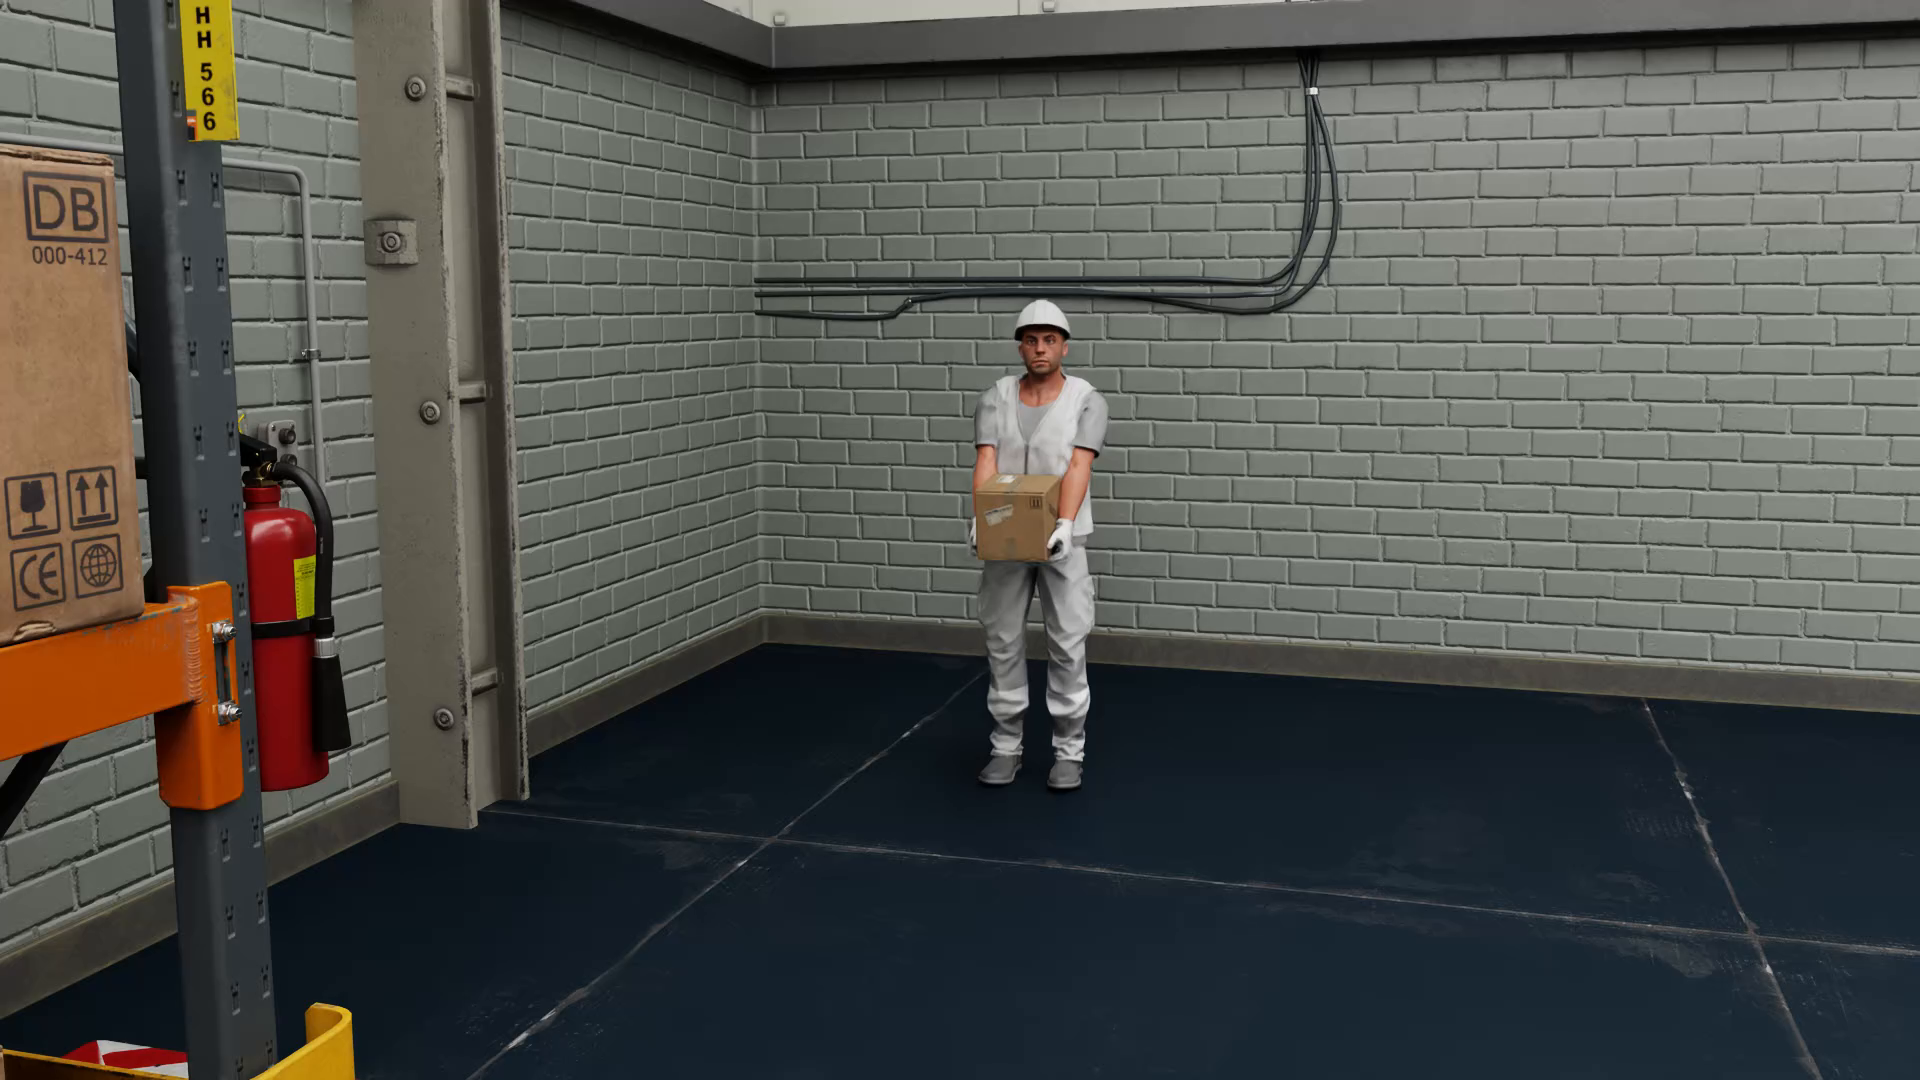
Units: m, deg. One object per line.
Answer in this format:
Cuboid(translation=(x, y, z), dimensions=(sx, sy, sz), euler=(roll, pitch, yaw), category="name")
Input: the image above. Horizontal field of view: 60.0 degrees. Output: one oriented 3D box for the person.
Cuboid(translation=(0.269, 0.029, 6.045), dimensions=(0.495, 1.786, 0.563), euler=(2, 9, 16), category="person")
